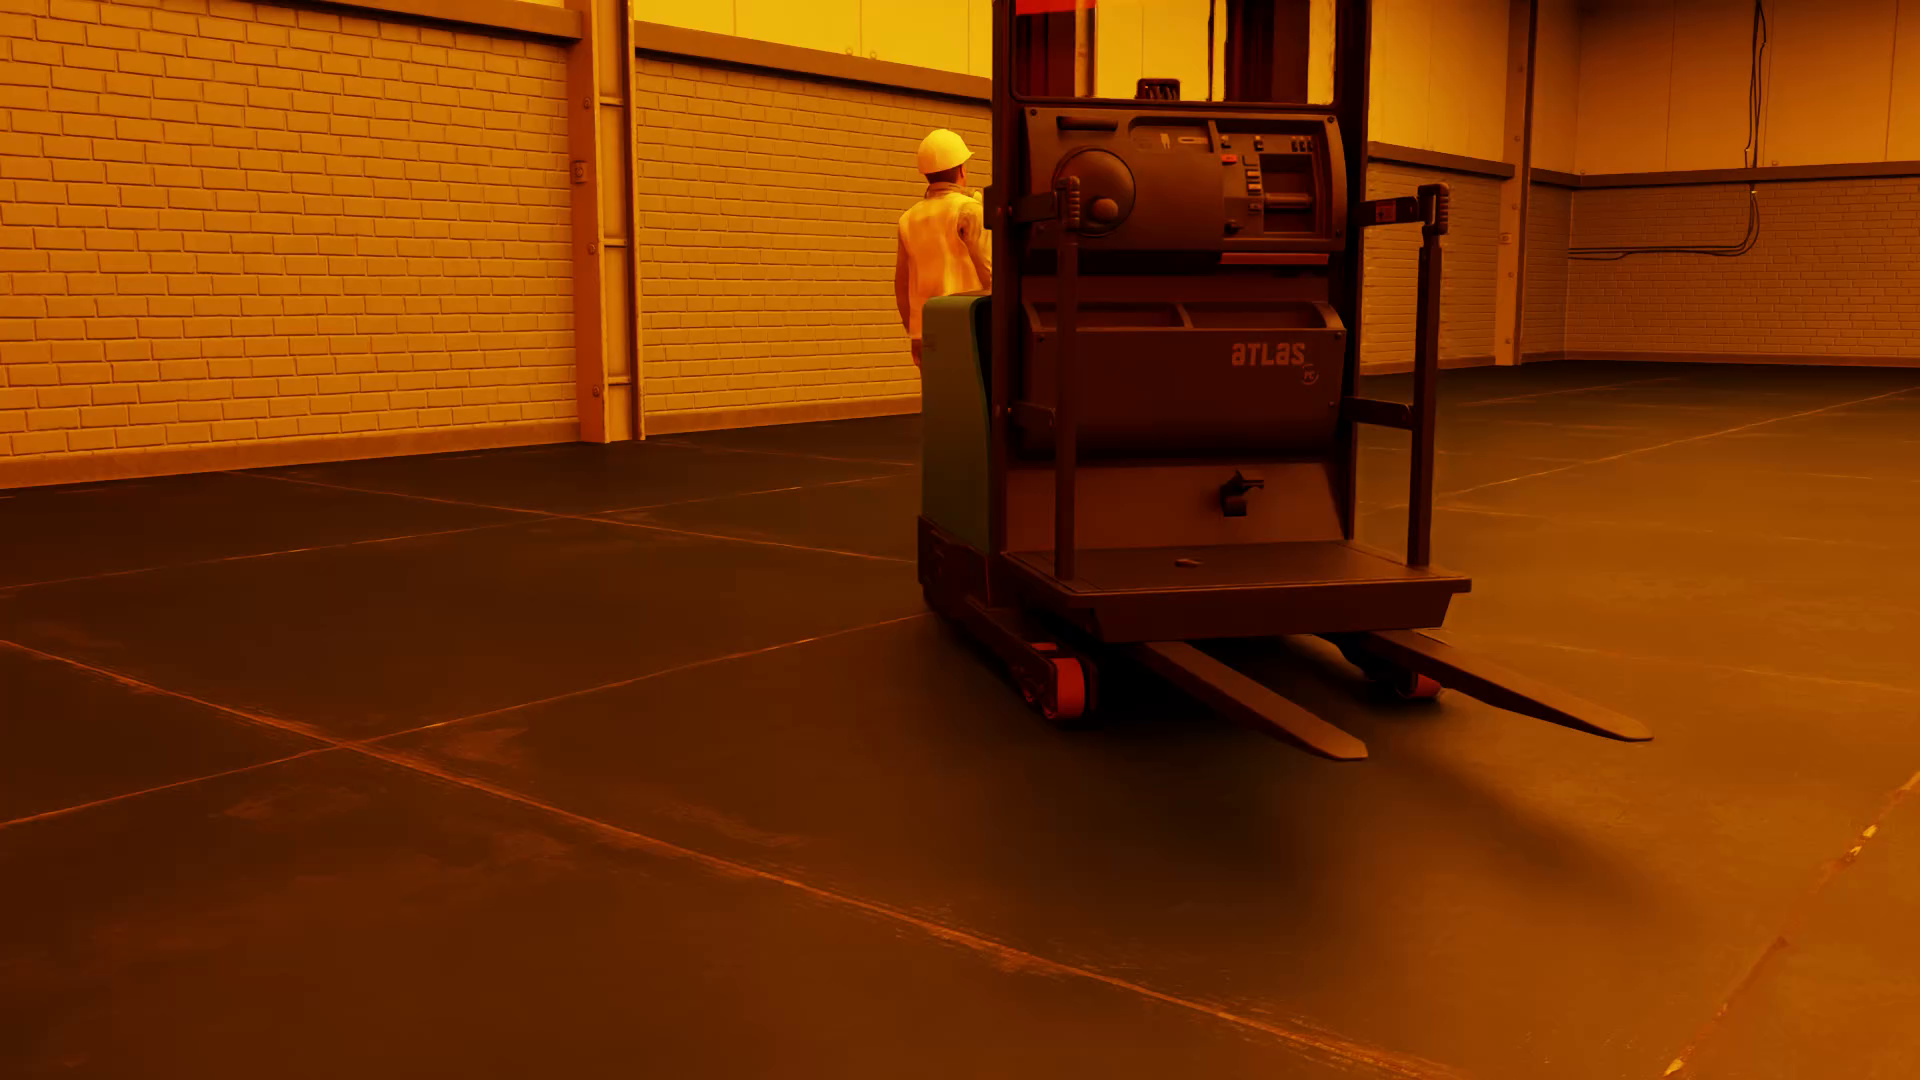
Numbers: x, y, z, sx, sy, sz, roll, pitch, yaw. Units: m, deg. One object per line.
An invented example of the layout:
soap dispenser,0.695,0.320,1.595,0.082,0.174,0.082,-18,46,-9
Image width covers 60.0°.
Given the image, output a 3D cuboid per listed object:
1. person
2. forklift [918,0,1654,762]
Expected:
person,0.045,-0.892,7.319,0.634,1.775,0.566,7,11,38
forklift,0.685,-1.048,4.442,1.130,2.935,3.031,-2,9,-13
